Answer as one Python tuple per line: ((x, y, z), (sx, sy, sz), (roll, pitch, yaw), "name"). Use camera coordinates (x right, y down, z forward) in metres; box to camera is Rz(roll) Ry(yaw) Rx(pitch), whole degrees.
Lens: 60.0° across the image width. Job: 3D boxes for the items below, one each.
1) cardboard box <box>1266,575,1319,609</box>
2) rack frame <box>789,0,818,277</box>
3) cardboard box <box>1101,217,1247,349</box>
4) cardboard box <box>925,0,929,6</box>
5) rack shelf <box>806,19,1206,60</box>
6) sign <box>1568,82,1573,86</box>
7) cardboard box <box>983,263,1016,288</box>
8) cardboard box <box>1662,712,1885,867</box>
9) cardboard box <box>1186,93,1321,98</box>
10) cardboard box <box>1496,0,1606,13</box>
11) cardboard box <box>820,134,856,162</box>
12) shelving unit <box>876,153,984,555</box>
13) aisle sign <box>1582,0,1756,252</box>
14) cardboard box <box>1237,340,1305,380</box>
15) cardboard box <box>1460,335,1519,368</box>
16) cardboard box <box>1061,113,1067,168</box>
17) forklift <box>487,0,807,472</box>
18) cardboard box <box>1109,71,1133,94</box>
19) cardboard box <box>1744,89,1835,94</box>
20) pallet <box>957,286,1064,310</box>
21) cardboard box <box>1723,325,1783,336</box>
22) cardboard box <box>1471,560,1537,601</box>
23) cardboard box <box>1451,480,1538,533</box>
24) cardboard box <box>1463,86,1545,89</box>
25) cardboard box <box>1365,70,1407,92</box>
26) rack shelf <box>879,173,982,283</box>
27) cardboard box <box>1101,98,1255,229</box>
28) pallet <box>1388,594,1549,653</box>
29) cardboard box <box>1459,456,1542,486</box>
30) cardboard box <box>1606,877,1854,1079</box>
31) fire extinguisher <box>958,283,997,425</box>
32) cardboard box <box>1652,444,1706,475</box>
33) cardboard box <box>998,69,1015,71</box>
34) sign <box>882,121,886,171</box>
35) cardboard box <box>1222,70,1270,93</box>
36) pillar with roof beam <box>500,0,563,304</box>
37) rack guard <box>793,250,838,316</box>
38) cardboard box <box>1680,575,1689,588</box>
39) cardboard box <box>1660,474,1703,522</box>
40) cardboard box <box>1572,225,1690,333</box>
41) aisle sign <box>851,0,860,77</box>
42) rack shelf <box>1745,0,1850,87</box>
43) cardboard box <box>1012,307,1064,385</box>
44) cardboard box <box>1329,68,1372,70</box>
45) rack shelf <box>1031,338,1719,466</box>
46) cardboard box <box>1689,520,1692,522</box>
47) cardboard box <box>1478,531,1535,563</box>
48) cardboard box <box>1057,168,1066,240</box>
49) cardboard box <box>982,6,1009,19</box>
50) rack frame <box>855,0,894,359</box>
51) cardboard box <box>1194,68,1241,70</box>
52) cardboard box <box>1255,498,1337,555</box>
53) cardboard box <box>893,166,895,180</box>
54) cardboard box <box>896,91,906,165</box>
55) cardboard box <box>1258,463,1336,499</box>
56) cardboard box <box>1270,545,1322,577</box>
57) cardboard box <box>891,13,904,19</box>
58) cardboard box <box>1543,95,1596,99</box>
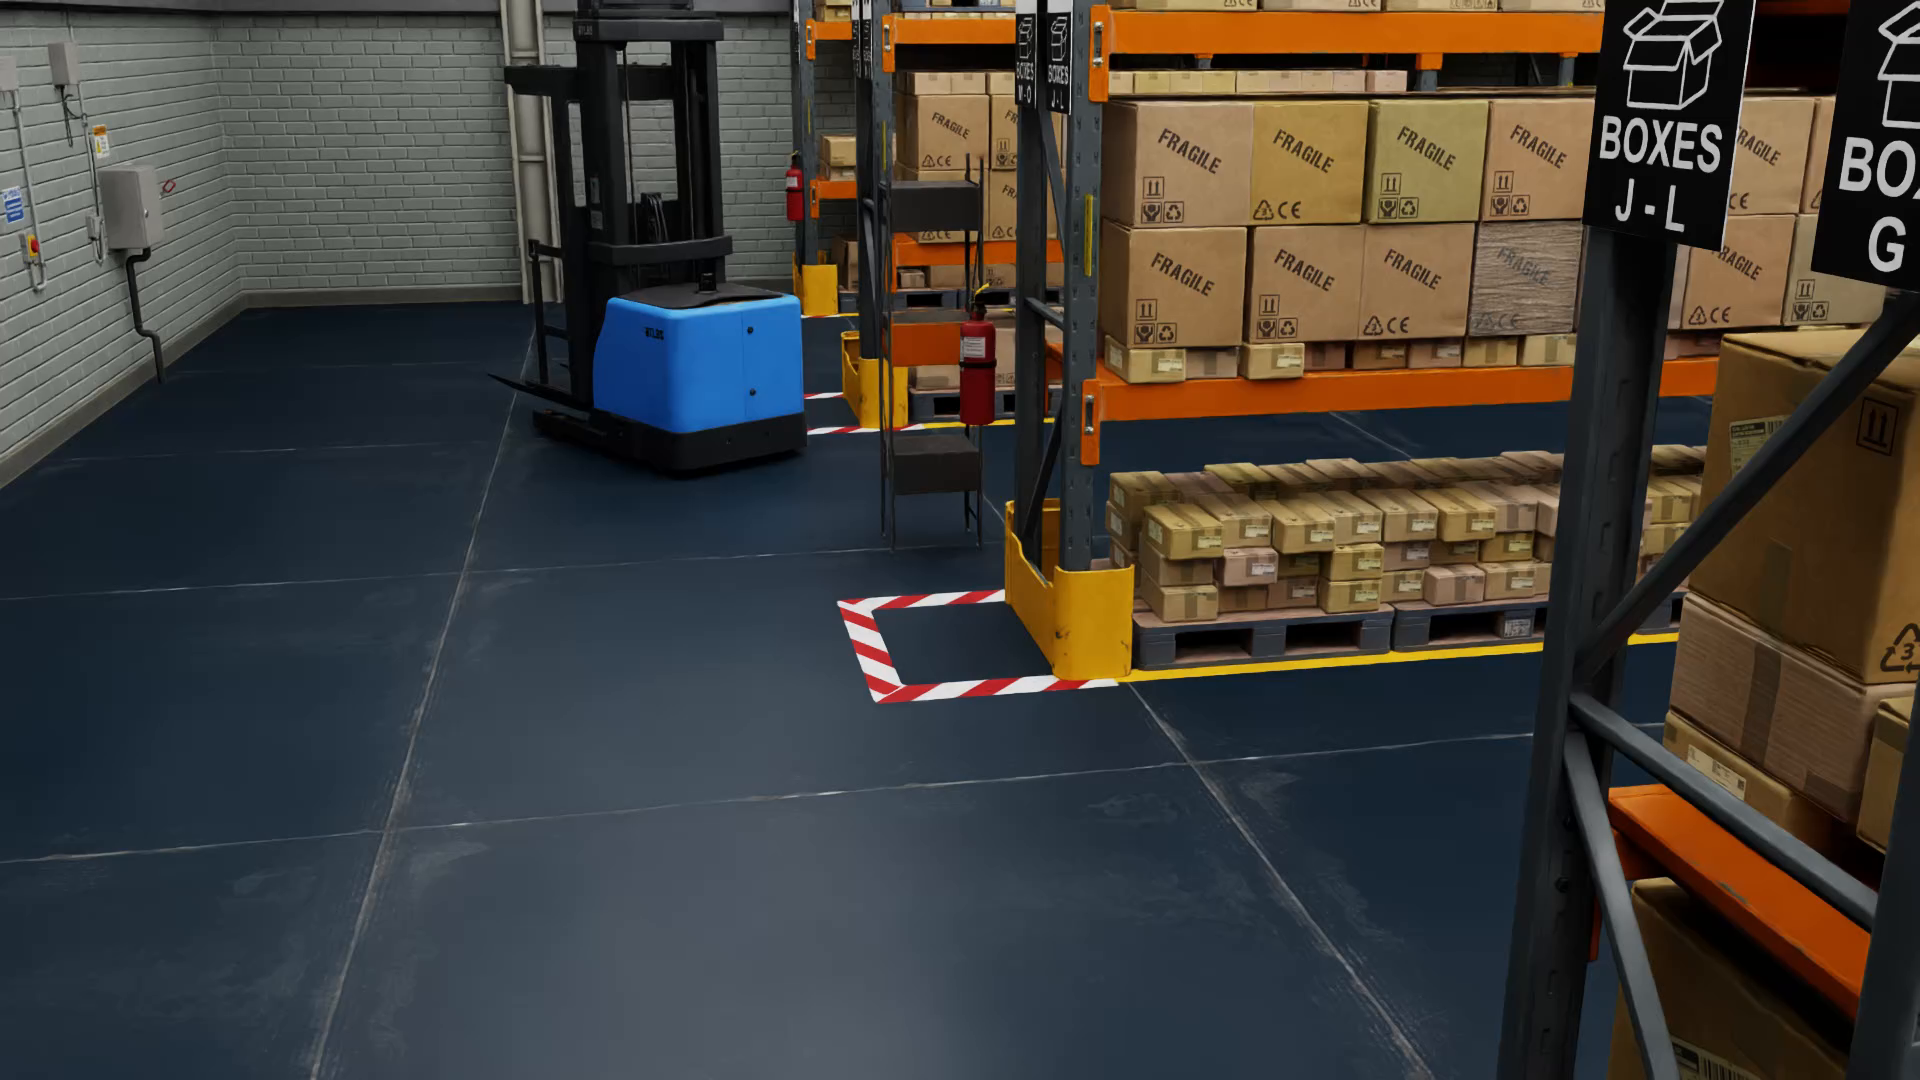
((1.477, 0.186, 7.738), (0.250, 0.149, 0.380), (-3, 17, -10), "cardboard box")
((-1.565, -3.837, 16.696), (0.127, 3.000, 1.000), (-3, 17, -10), "rack frame")
((0.911, -1.121, 7.174), (0.500, 0.500, 0.500), (-2, 17, -8), "cardboard box")
((-0.583, -5.322, 16.170), (0.500, 0.250, 0.500), (-3, 17, -9), "cardboard box")
((0.398, -5.039, 16.724), (4.000, 0.370, 1.077), (-3, 17, -10), "rack shelf")
((6.402, -4.643, 17.481), (0.005, 0.325, 0.100), (-3, 17, -10), "sign")
((0.438, -2.887, 17.144), (0.500, 0.500, 0.500), (-3, 17, -9), "cardboard box")
((1.547, 0.456, 3.148), (0.250, 0.149, 0.380), (-3, 17, -9), "cardboard box")
((1.318, -1.779, 7.614), (0.500, 0.500, 0.500), (-4, 17, -12), "cardboard box")
((2.437, -2.385, 7.114), (0.500, 0.250, 0.500), (-3, 17, -11), "cardboard box")
((-1.164, -4.010, 17.007), (0.500, 0.250, 0.500), (-3, 17, -9), "cardboard box")
((-0.163, -0.995, 8.973), (0.503, 2.100, 0.431), (-3, 17, -10), "shelving unit")
((1.132, -0.875, 2.624), (0.004, 0.787, 0.394), (-3, 17, -10), "aisle sign")
((1.315, -0.814, 7.282), (0.250, 0.149, 0.380), (-4, 17, -12), "cardboard box")
((2.320, -0.890, 7.529), (0.250, 0.149, 0.380), (-3, 17, -8), "cardboard box")
((0.915, -2.939, 11.897), (0.500, 0.500, 0.500), (-3, 17, -11), "cardboard box")
((-2.369, -2.196, 11.469), (1.130, 2.935, 3.031), (-14, 22, -39), "forklift")
((1.058, -3.250, 11.807), (0.250, 0.149, 0.380), (-3, 17, -10), "cardboard box")
((3.856, -1.921, 8.078), (0.500, 0.500, 0.500), (-3, 17, -9), "cardboard box")
((0.487, -2.620, 17.483), (1.213, 0.211, 1.003), (-3, 17, -10), "pallet")
((3.603, -0.961, 7.760), (0.250, 0.149, 0.380), (-3, 17, -8), "cardboard box")
((2.510, 0.150, 7.855), (0.250, 0.149, 0.380), (-3, 17, -10), "cardboard box")
((2.514, -0.159, 7.849), (0.250, 0.149, 0.380), (-3, 17, -10), "cardboard box")
((4.205, -3.283, 13.020), (0.500, 0.500, 0.500), (-3, 17, -9), "cardboard box")
((3.065, -3.356, 12.152), (0.250, 0.149, 0.380), (-4, 17, -12), "cardboard box")
((-0.163, -1.651, 8.772), (0.480, 0.518, 0.431), (-3, 17, -10), "rack shelf")
((0.909, -1.602, 7.038), (0.500, 0.500, 0.500), (-3, 17, -11), "cardboard box")
((2.493, 0.242, 8.166), (1.213, 0.211, 1.003), (-3, 17, -10), "pallet")
((2.678, -0.294, 8.286), (0.250, 0.149, 0.380), (-4, 18, -13), "cardboard box")
((1.873, 1.206, 3.178), (0.875, 0.875, 0.875), (-3, 17, -10), "cardboard box")
((0.083, -0.889, 7.864), (0.183, 0.674, 0.296), (-3, 17, -10), "fire extinguisher")
((3.686, -0.373, 8.543), (0.250, 0.149, 0.380), (-2, 17, -8), "cardboard box")
((0.432, -3.382, 12.236), (0.250, 0.149, 0.380), (-3, 17, -9), "cardboard box")
((-0.521, -2.698, 11.378), (0.005, 0.325, 0.100), (-3, 17, -10), "sign")
((2.055, -3.318, 12.028), (0.250, 0.149, 0.380), (-3, 17, -11), "cardboard box")
((-3.567, -5.574, 12.132), (0.400, 9.000, 9.100), (-3, 17, -10), "pillar with roof beam")
((-1.491, -2.647, 17.077), (0.348, 0.500, 1.175), (-3, 17, -10), "rack guard")
((3.507, 0.098, 8.025), (0.250, 0.149, 0.380), (-4, 17, -12), "cardboard box")
((3.559, -0.194, 7.961), (0.250, 0.149, 0.380), (-3, 17, -11), "cardboard box")
((2.926, -1.234, 7.543), (0.500, 0.500, 0.500), (-3, 17, -11), "cardboard box")
((-0.750, -3.735, 11.934), (0.004, 0.787, 0.394), (-3, 17, -10), "aisle sign")
((3.224, -0.751, 2.765), (4.000, 0.370, 1.077), (-3, 17, -10), "rack shelf")
((0.906, -1.502, 12.740), (0.875, 0.438, 0.875), (-3, 17, -9), "cardboard box")
((2.948, -3.522, 12.693), (0.250, 0.149, 0.380), (-4, 17, -11), "cardboard box")
((2.382, -0.753, 7.879), (4.000, 0.370, 1.077), (-3, 17, -10), "rack shelf")
((3.573, -0.040, 7.968), (0.250, 0.149, 0.380), (-4, 17, -12), "cardboard box")
((2.525, -0.023, 7.912), (0.250, 0.149, 0.380), (-2, 17, -8), "cardboard box")
((0.900, -2.458, 12.034), (0.500, 0.500, 0.500), (-3, 17, -11), "cardboard box")
((0.315, -5.159, 16.319), (0.250, 0.149, 0.380), (-3, 17, -10), "cardboard box")
((-0.620, -2.407, 12.038), (0.127, 3.000, 1.000), (-3, 17, -10), "rack frame")
((1.935, -3.475, 12.537), (0.250, 0.149, 0.380), (-4, 17, -12), "cardboard box")
((1.517, -0.066, 7.545), (0.250, 0.149, 0.380), (-3, 17, -11), "cardboard box")
((-0.698, -3.709, 16.705), (0.250, 0.149, 0.380), (-3, 17, -11), "cardboard box")
((-0.192, -3.028, 12.188), (0.500, 0.500, 0.500), (-3, 17, -9), "cardboard box")
((1.644, -0.255, 8.159), (0.250, 0.149, 0.380), (-4, 18, -13), "cardboard box")
((1.484, 0.041, 7.702), (0.250, 0.149, 0.380), (-3, 17, -10), "cardboard box")
((-0.701, -5.133, 16.235), (0.250, 0.149, 0.380), (-3, 17, -10), "cardboard box")
((2.924, -1.717, 7.413), (0.500, 0.500, 0.500), (-3, 17, -9), "cardboard box")
